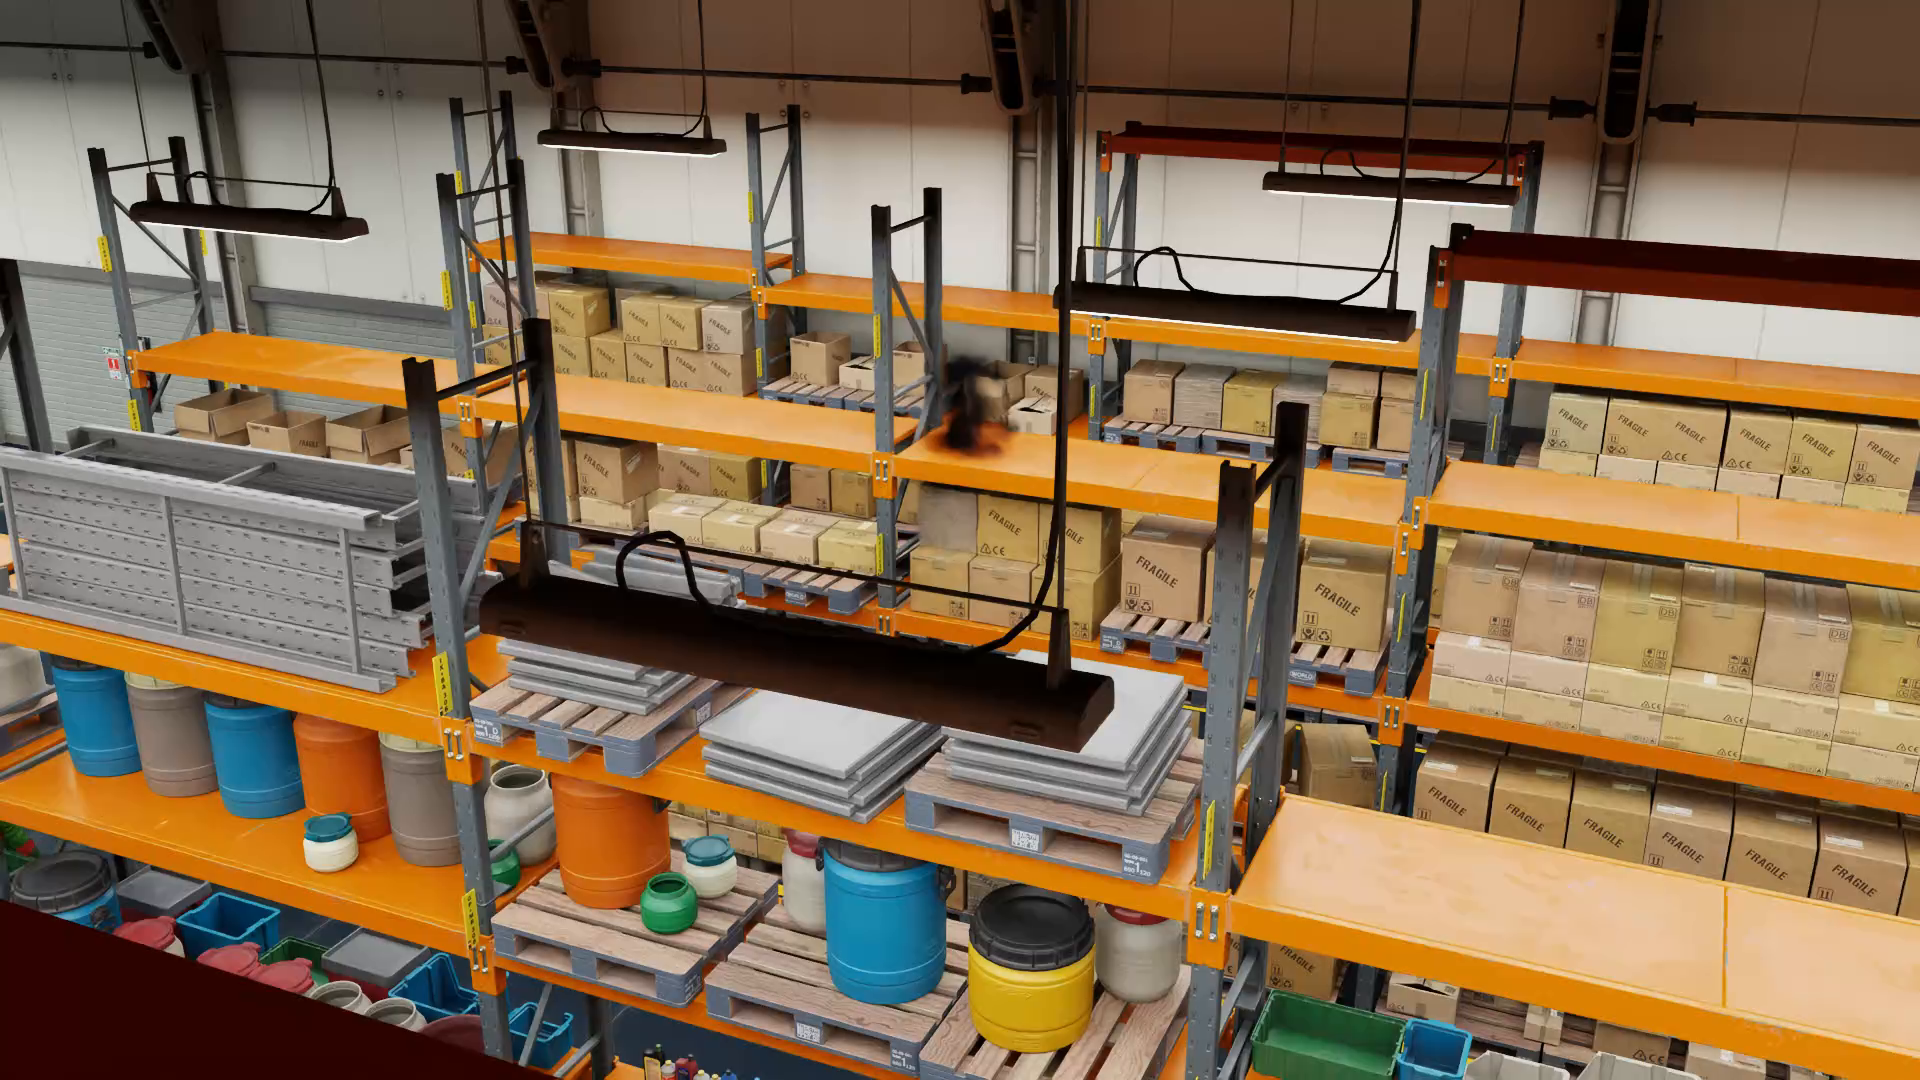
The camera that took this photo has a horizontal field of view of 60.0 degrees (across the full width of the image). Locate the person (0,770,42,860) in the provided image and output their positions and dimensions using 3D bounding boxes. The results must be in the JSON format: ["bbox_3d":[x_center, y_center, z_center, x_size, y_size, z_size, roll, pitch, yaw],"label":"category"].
[{"bbox_3d":[-8.351,2.191,14.361,0.779,1.851,0.616,5,21,13],"label":"person"}]
